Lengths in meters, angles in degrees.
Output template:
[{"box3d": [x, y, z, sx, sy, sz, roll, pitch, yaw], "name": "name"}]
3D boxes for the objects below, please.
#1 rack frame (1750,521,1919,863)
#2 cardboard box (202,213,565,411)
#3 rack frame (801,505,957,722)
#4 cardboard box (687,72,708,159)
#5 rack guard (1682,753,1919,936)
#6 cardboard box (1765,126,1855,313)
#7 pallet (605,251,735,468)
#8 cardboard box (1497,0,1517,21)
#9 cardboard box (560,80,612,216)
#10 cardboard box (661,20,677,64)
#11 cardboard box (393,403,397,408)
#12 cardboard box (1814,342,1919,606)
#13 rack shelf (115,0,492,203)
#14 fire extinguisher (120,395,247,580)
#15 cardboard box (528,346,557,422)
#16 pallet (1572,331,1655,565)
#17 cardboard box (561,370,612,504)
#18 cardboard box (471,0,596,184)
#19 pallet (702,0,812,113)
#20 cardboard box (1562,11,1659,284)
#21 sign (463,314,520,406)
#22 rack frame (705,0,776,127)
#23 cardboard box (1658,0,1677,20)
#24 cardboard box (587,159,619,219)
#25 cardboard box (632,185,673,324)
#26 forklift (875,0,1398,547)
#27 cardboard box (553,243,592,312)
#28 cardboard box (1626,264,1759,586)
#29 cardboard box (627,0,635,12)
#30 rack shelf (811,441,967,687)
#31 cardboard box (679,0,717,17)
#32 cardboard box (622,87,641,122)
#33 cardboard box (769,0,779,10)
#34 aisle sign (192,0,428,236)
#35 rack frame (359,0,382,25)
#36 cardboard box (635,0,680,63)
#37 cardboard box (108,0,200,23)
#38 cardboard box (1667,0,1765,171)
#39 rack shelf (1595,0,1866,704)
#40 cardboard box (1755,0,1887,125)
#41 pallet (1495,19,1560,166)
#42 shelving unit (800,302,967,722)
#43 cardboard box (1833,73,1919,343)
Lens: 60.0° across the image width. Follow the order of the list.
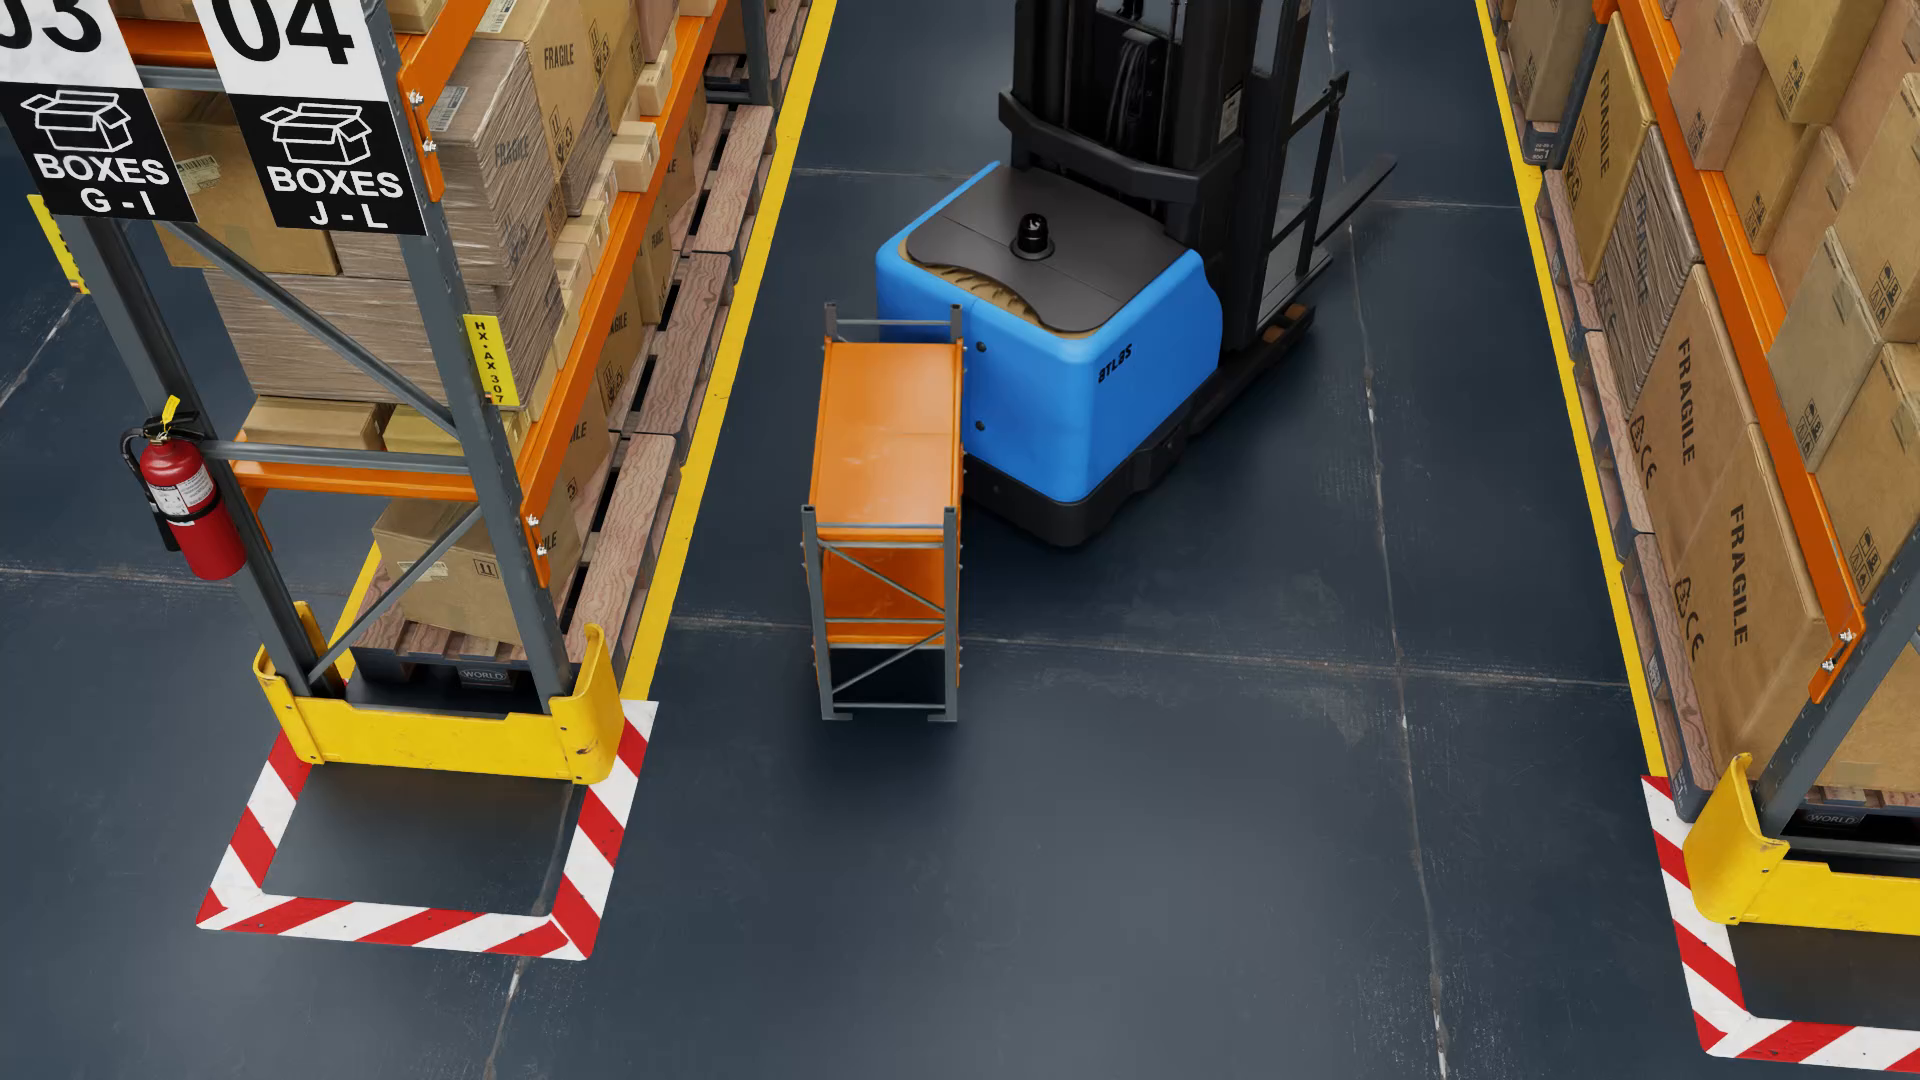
[{"box3d": [3.089, 0.168, 4.590, 1.000, 3.000, 0.127, 4, 48, 4], "name": "rack frame"}, {"box3d": [-1.763, -0.776, 5.184, 0.875, 0.500, 0.500, 4, 48, 4], "name": "cardboard box"}, {"box3d": [-0.260, 0.281, 5.757, 0.500, 1.125, 0.032, 1, 48, 1], "name": "rack frame"}, {"box3d": [-1.552, -2.186, 8.152, 0.500, 0.500, 0.500, 3, 48, 2], "name": "cardboard box"}, {"box3d": [3.087, 1.029, 5.496, 1.175, 0.500, 0.348, 4, 48, 4], "name": "rack guard"}, {"box3d": [3.283, -0.967, 5.526, 0.875, 0.550, 0.550, 4, 48, 4], "name": "cardboard box"}, {"box3d": [-1.611, -0.843, 7.404, 1.003, 0.211, 1.213, 4, 48, 4], "name": "pallet"}, {"box3d": [3.513, -3.325, 9.024, 1.050, 0.750, 0.750, 4, 48, 4], "name": "cardboard box"}, {"box3d": [-1.749, -1.516, 5.861, 0.875, 0.500, 0.500, 4, 48, 4], "name": "cardboard box"}, {"box3d": [-1.366, -2.001, 6.744, 0.380, 0.149, 0.250, 4, 48, 4], "name": "cardboard box"}, {"box3d": [-1.997, -0.562, 5.428, 0.380, 0.149, 0.250, 4, 48, 4], "name": "cardboard box"}, {"box3d": [3.078, -0.158, 4.786, 0.875, 0.550, 0.550, 4, 48, 4], "name": "cardboard box"}, {"box3d": [-1.658, -2.479, 5.465, 1.077, 0.370, 4.000, 4, 48, 4], "name": "rack shelf"}, {"box3d": [-2.310, -0.161, 4.943, 0.296, 0.674, 0.183, 4, 48, 4], "name": "fire extinguisher"}, {"box3d": [-1.535, -0.531, 5.399, 0.380, 0.149, 0.250, 4, 48, 4], "name": "cardboard box"}, {"box3d": [3.198, -0.378, 6.978, 1.003, 0.211, 1.213, 4, 48, 4], "name": "pallet"}, {"box3d": [-1.747, -0.437, 6.553, 0.500, 0.500, 0.500, 15, 49, 14], "name": "cardboard box"}, {"box3d": [-1.467, -1.464, 5.135, 0.500, 0.500, 0.500, 4, 48, 4], "name": "cardboard box"}, {"box3d": [-1.407, -2.810, 9.203, 1.003, 0.211, 1.213, 4, 48, 4], "name": "pallet"}, {"box3d": [3.327, -1.739, 7.489, 0.875, 0.875, 0.875, 5, 48, 4], "name": "cardboard box"}, {"box3d": [-1.300, -0.496, 4.610, 0.100, 0.325, 0.005, 4, 48, 4], "name": "sign"}, {"box3d": [-1.476, -3.179, 7.651, 1.000, 3.000, 0.127, 4, 48, 4], "name": "rack frame"}, {"box3d": [3.432, -2.550, 6.974, 0.875, 0.550, 0.550, 4, 48, 4], "name": "cardboard box"}, {"box3d": [-1.470, -1.268, 6.073, 0.380, 0.149, 0.250, 4, 48, 4], "name": "cardboard box"}, {"box3d": [-1.575, -1.303, 7.344, 0.500, 0.500, 0.500, 0, 48, 0], "name": "cardboard box"}, {"box3d": [0.963, -1.999, 6.618, 1.130, 2.935, 3.031, 30, 54, 25], "name": "forklift"}, {"box3d": [-1.496, -0.899, 5.735, 0.380, 0.149, 0.250, 4, 48, 4], "name": "cardboard box"}, {"box3d": [3.164, -0.406, 6.270, 0.875, 0.875, 0.875, 3, 48, 3], "name": "cardboard box"}, {"box3d": [-1.383, -2.200, 5.808, 0.500, 0.500, 0.500, 4, 48, 4], "name": "cardboard box"}, {"box3d": [-0.251, 0.071, 6.280, 0.538, 0.278, 1.000, 1, 48, 1], "name": "rack shelf"}, {"box3d": [-1.230, -2.363, 7.074, 0.380, 0.149, 0.250, 4, 48, 4], "name": "cardboard box"}, {"box3d": [-1.453, -1.637, 6.411, 0.380, 0.149, 0.250, 4, 48, 4], "name": "cardboard box"}, {"box3d": [-1.337, -3.283, 9.142, 0.700, 0.500, 0.500, 4, 48, 3], "name": "cardboard box"}, {"box3d": [-1.548, -1.052, 3.943, 0.394, 0.787, 0.004, 4, 48, 4], "name": "aisle sign"}, {"box3d": [-1.841, -2.265, 2.749, 1.000, 3.000, 0.127, 4, 48, 4], "name": "rack frame"}, {"box3d": [-1.605, -2.248, 6.530, 0.875, 0.500, 0.500, 4, 48, 4], "name": "cardboard box"}, {"box3d": [-2.050, -1.573, 4.251, 0.500, 0.250, 0.500, 5, 48, 4], "name": "cardboard box"}, {"box3d": [3.238, -1.756, 6.247, 0.875, 0.550, 0.550, 4, 48, 4], "name": "cardboard box"}, {"box3d": [3.272, -1.059, 6.199, 1.077, 0.370, 4.000, 4, 48, 4], "name": "rack shelf"}, {"box3d": [3.225, -1.728, 5.490, 0.875, 0.550, 0.500, 4, 48, 4], "name": "cardboard box"}, {"box3d": [3.449, -2.402, 8.830, 1.003, 0.211, 1.213, 4, 48, 4], "name": "pallet"}, {"box3d": [-0.251, -0.094, 6.100, 0.538, 1.125, 1.048, 1, 48, 1], "name": "shelving unit"}, {"box3d": [3.120, -0.928, 4.758, 0.875, 0.550, 0.550, 4, 48, 4], "name": "cardboard box"}]
